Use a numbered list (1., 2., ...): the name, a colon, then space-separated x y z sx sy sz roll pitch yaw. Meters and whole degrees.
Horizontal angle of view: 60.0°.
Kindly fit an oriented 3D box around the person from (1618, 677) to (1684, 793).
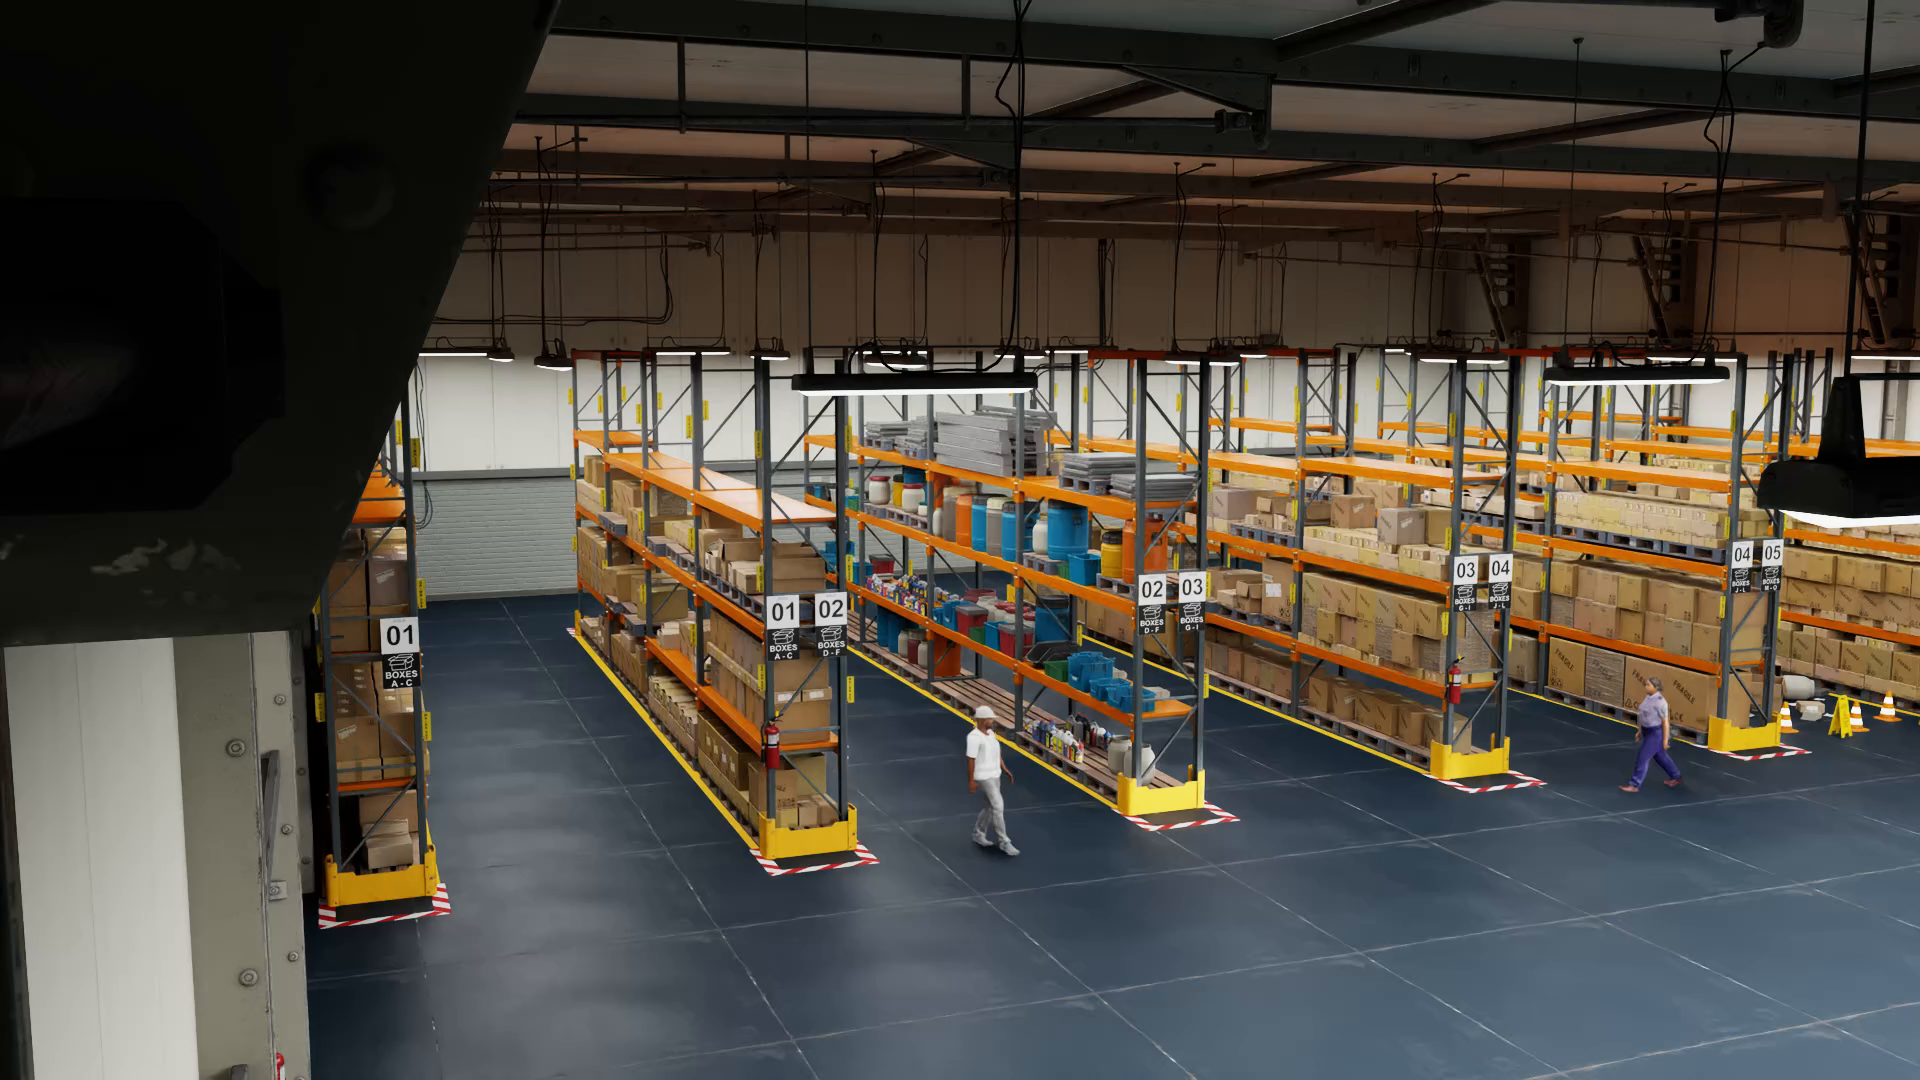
1. person: 9.589 2.682 22.986 1.042 1.592 0.490 -1 7 -5

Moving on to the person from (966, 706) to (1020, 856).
1. person: 0.471 2.942 20.454 0.759 1.764 0.596 3 8 26
